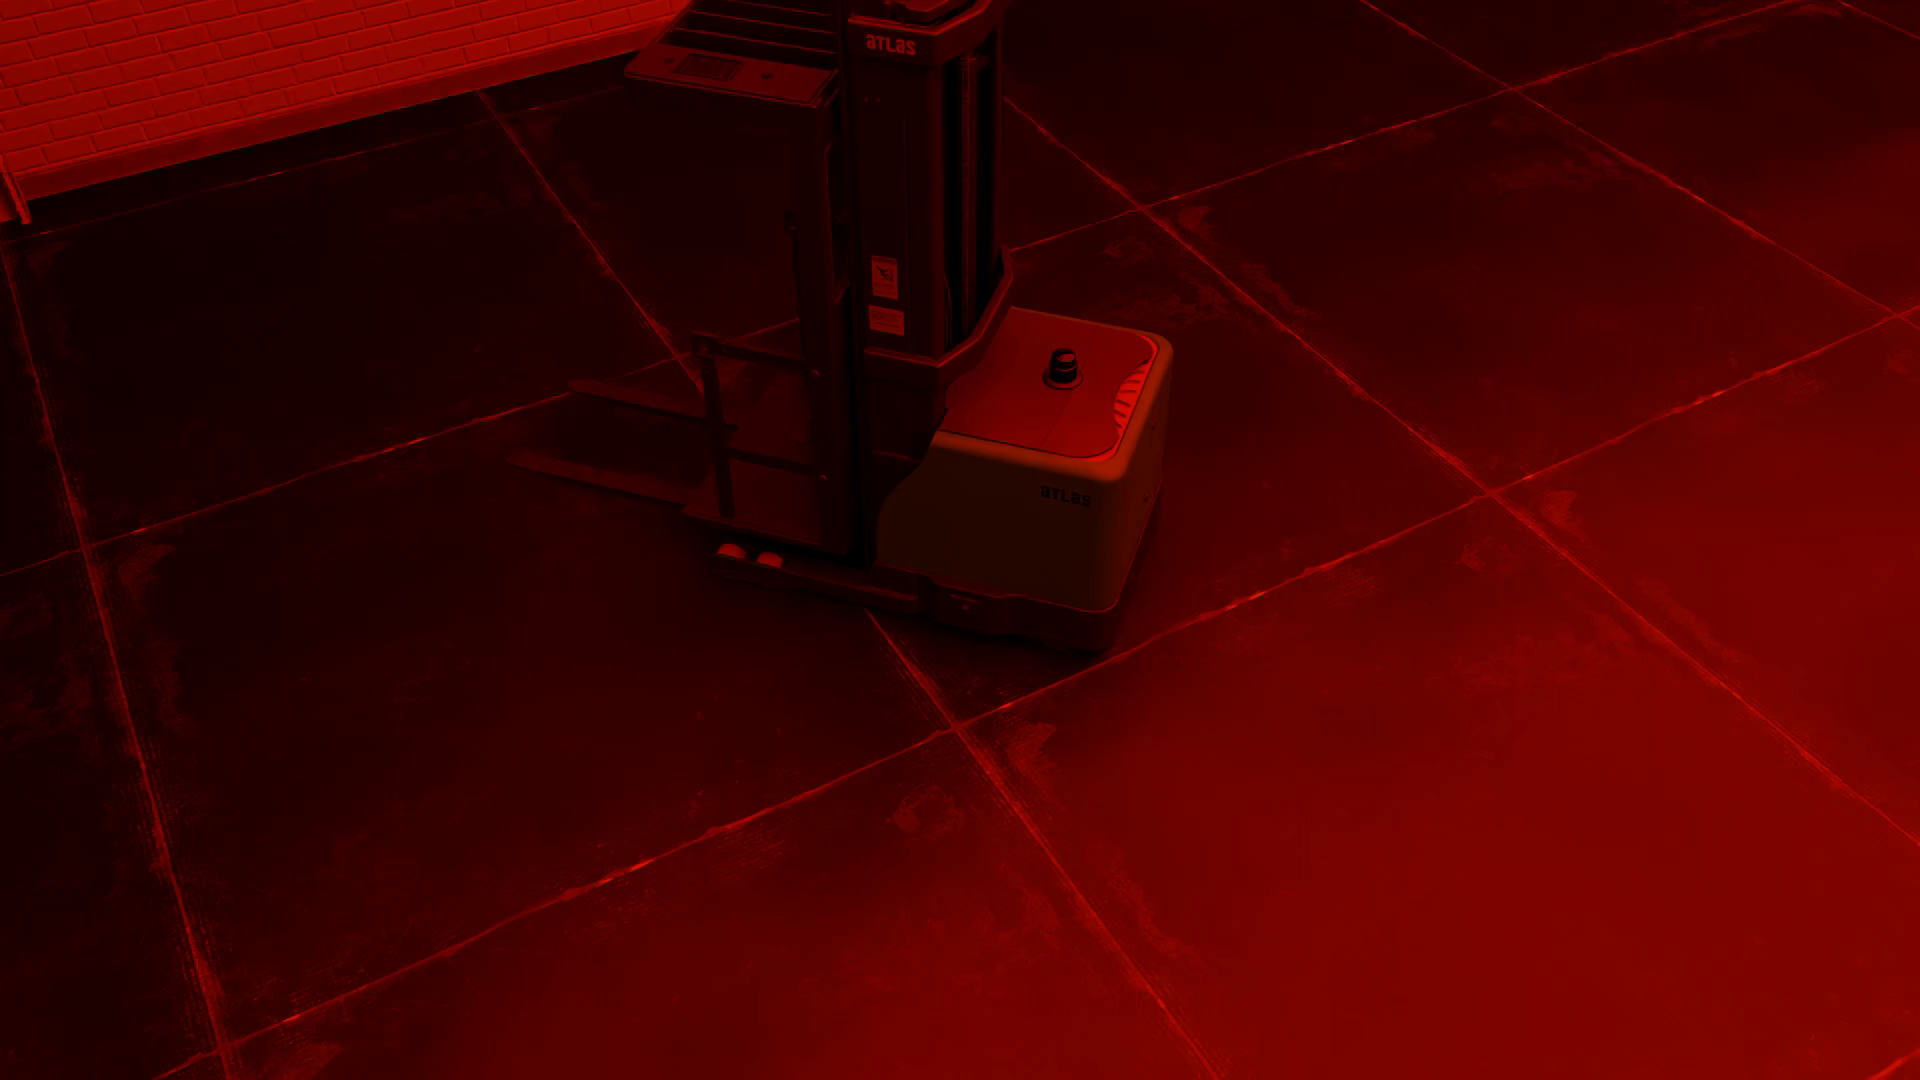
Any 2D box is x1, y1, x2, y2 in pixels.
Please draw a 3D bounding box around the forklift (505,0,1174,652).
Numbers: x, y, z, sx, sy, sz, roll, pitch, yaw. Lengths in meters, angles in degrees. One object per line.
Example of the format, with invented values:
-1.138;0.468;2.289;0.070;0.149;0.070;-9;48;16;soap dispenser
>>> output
-0.631;-1.181;6.971;3.031;2.935;1.130;13;44;13;forklift
